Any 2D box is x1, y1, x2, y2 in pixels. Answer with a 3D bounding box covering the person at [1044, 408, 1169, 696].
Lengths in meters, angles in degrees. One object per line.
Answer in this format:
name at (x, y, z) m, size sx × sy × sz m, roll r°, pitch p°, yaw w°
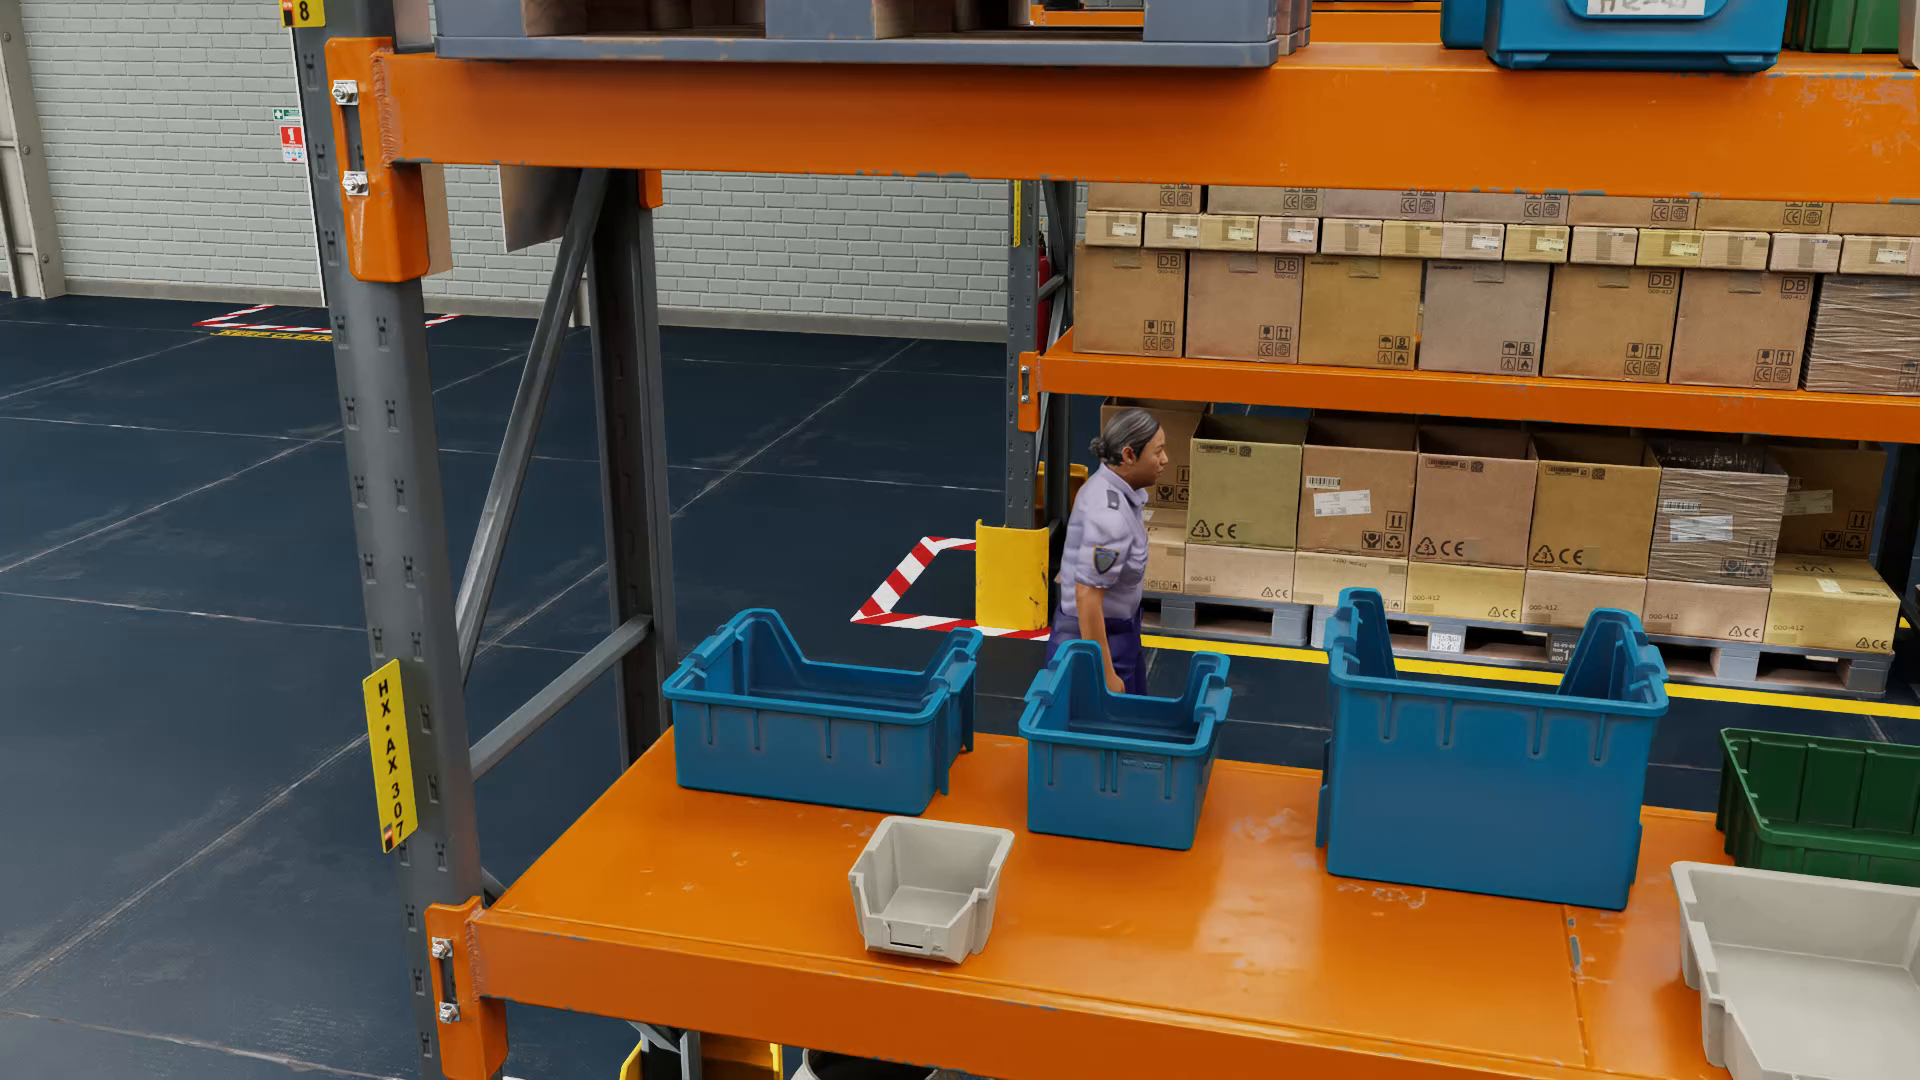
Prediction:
person at (0.500, 0.380, 5.431) m, size 0.426 × 1.651 × 0.562 m, roll 3°, pitch 19°, yaw 10°
